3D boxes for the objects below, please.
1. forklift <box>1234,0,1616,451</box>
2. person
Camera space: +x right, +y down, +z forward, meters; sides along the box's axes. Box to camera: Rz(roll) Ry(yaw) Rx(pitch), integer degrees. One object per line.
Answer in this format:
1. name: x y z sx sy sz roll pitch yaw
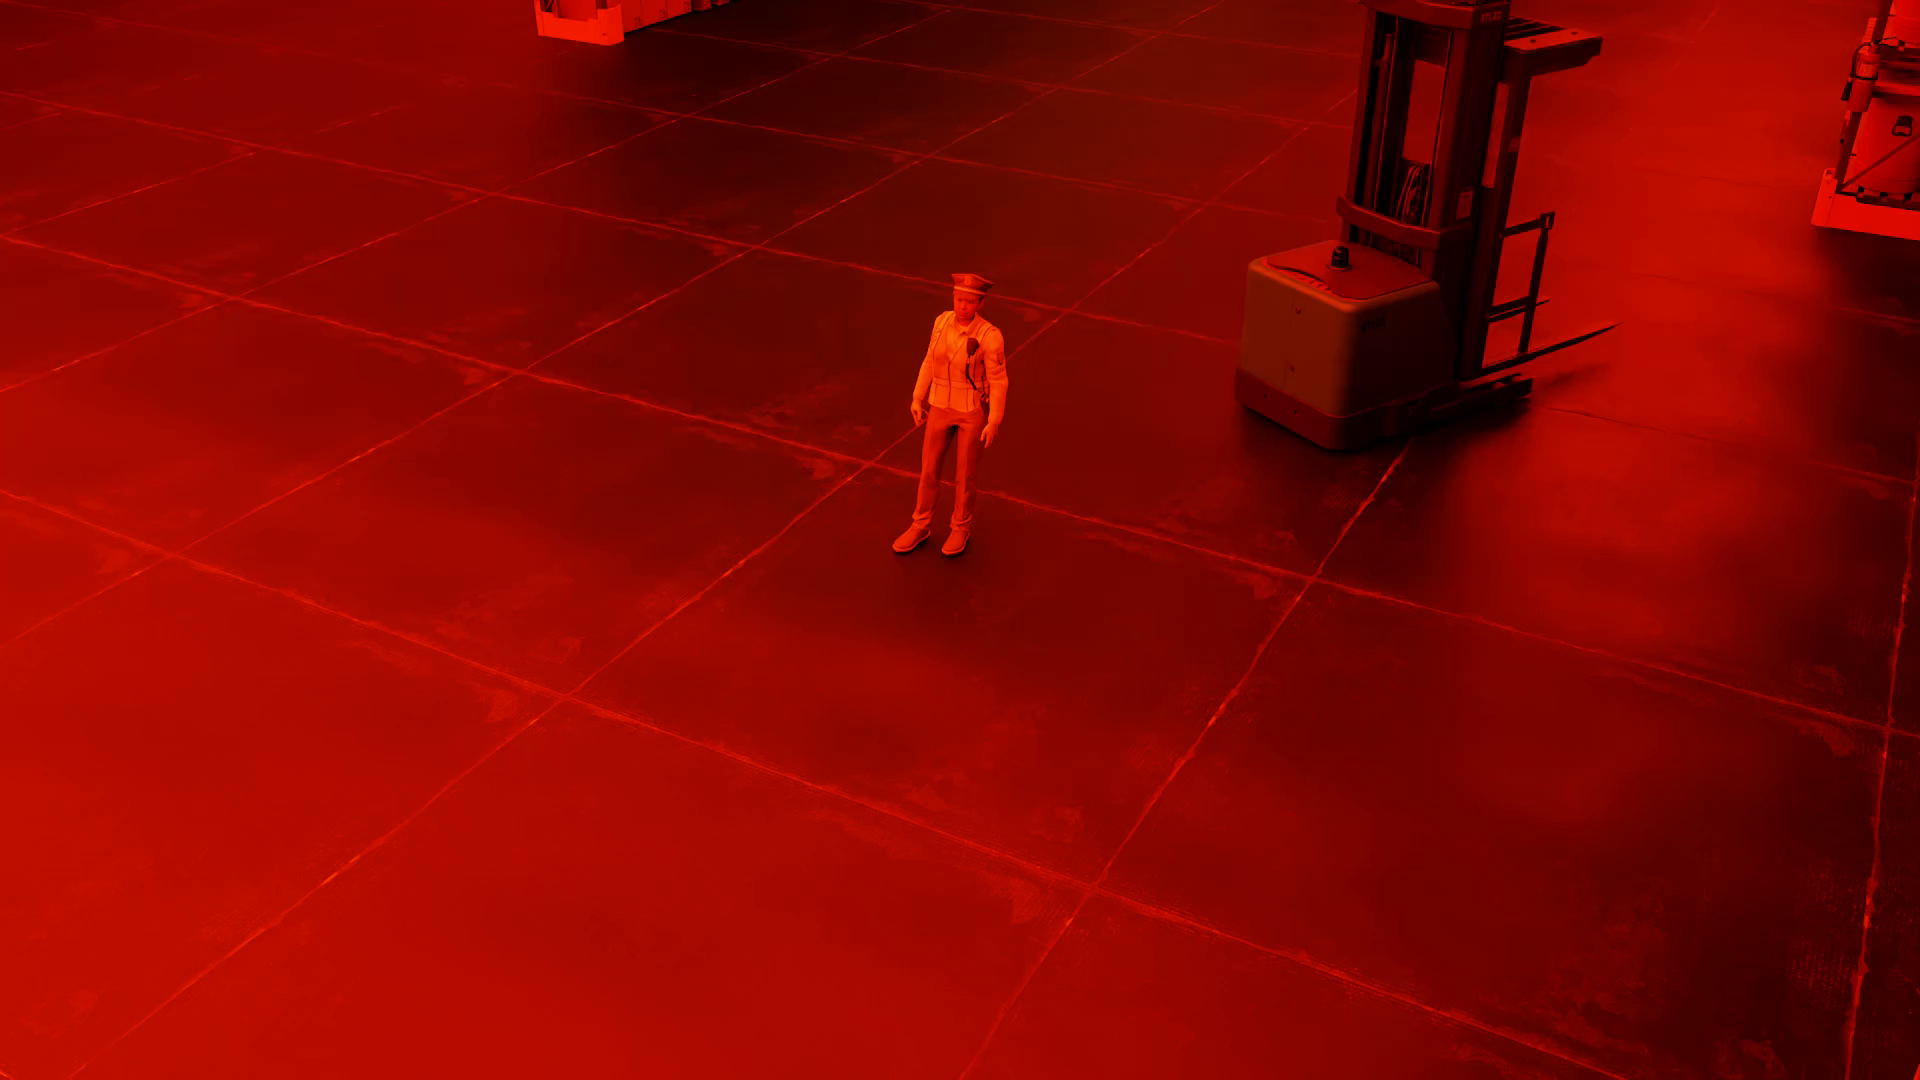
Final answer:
1. forklift: 3.420 -2.406 11.239 3.031 2.935 1.130 -18 35 -28
2. person: -0.038 -0.712 9.527 0.587 1.696 0.534 15 33 25
